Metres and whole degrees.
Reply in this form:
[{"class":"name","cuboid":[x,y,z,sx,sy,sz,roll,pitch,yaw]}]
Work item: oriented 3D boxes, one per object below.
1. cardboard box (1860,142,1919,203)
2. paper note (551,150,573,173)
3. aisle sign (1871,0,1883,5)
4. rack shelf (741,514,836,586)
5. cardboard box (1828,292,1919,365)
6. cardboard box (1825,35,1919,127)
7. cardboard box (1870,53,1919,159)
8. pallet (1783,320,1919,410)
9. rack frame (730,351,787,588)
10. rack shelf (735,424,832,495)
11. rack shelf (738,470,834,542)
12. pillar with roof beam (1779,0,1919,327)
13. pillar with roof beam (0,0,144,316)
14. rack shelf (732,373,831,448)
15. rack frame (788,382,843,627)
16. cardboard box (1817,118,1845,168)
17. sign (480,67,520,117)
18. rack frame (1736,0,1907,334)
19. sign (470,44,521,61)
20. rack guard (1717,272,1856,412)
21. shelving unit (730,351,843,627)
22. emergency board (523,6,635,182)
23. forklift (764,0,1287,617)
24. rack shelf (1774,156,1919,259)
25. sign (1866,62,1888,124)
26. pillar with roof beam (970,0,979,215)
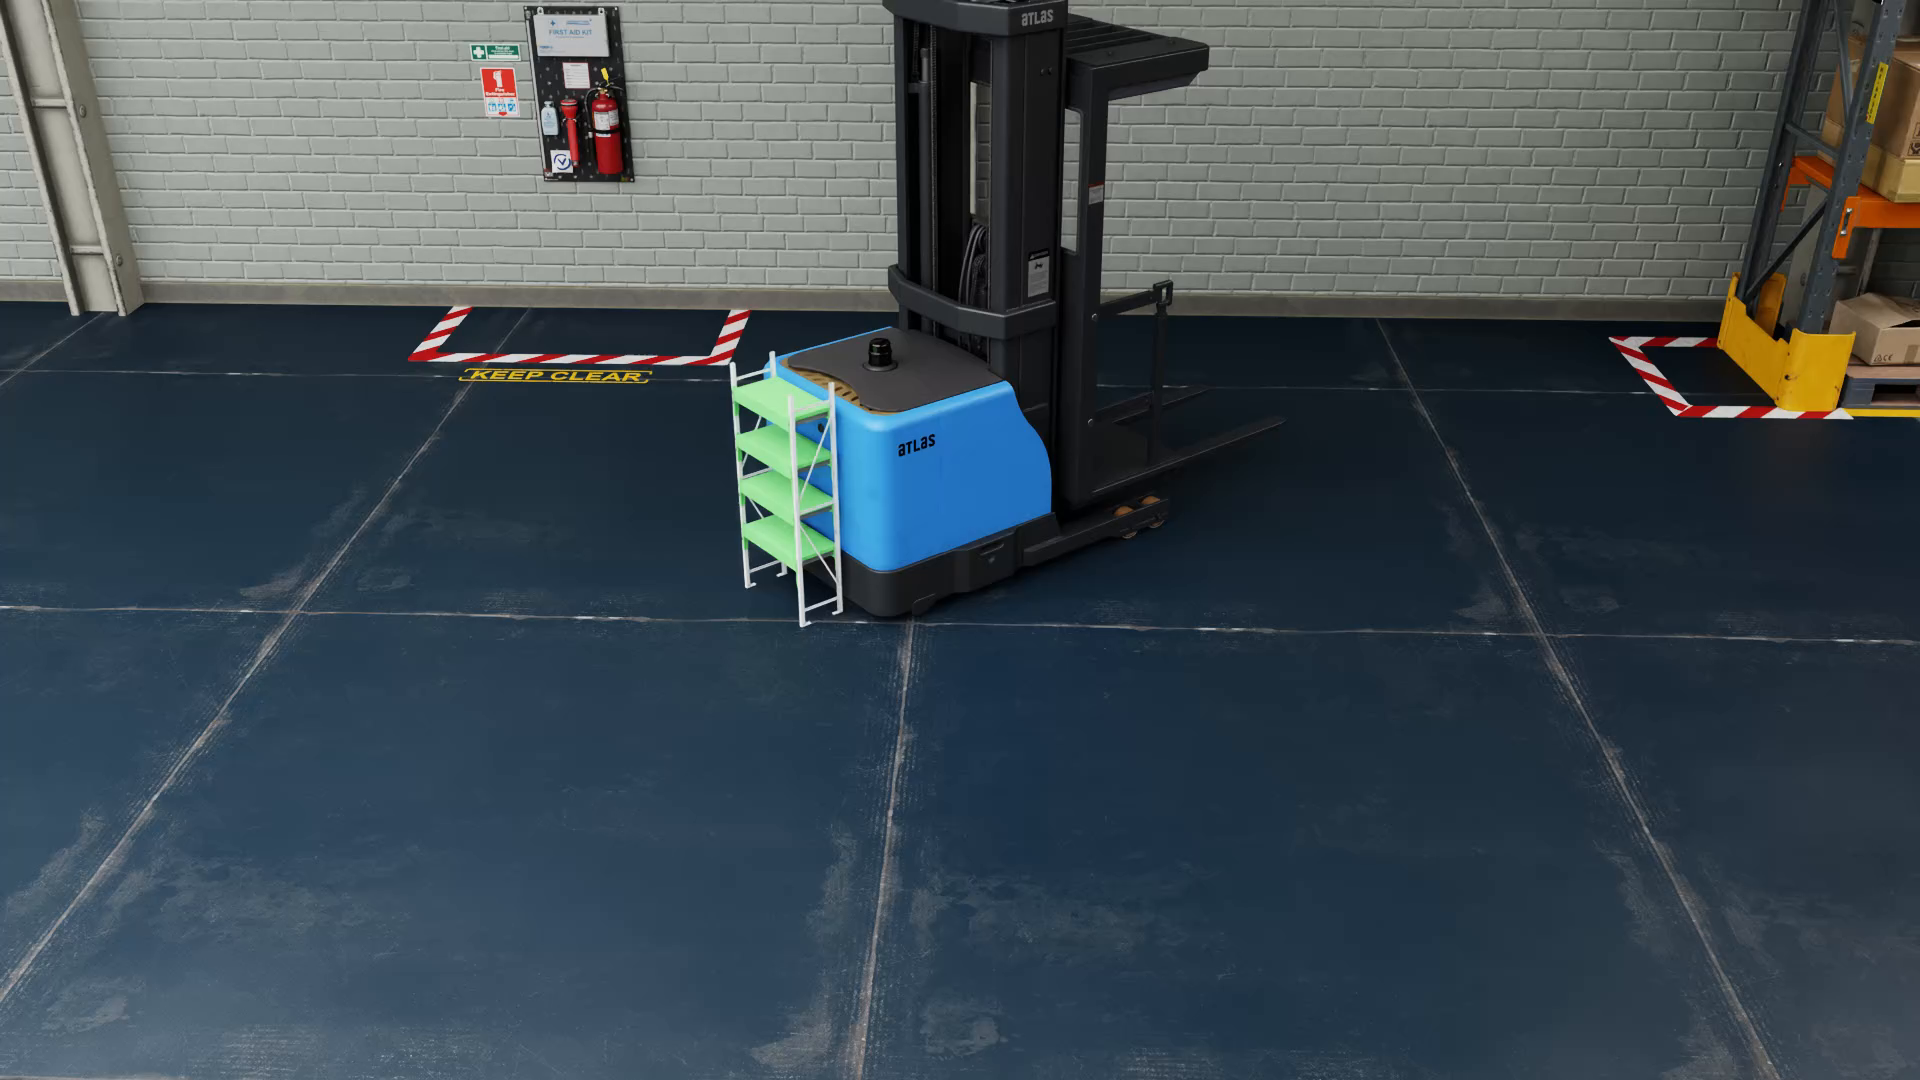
[{"class":"cardboard box","cuboid":[5.663,-2.177,9.792,0.500,0.250,0.500,0,28,0]},{"class":"paper note","cuboid":[-2.722,-2.588,11.370,0.142,0.148,0.016,1,28,2]},{"class":"aisle sign","cuboid":[5.104,-3.400,9.186,0.004,0.787,0.394,1,28,2]},{"class":"rack shelf","cuboid":[-0.821,0.031,8.059,0.258,0.148,0.480,-21,34,-34]},{"class":"cardboard box","cuboid":[5.875,-1.344,10.483,0.500,0.311,0.500,-2,28,-4]},{"class":"cardboard box","cuboid":[5.665,-2.756,10.085,0.500,0.500,0.500,1,28,1]},{"class":"cardboard box","cuboid":[5.653,-2.516,9.632,0.500,0.500,0.500,1,28,2]},{"class":"pallet","cuboid":[6.073,-1.128,10.652,1.213,0.211,1.003,1,28,2]},{"class":"rack frame","cuboid":[-0.974,-0.326,8.085,0.240,1.200,0.015,-21,34,-34]},{"class":"rack shelf","cuboid":[-0.821,-0.393,7.834,0.258,0.148,0.480,-21,34,-34]},{"class":"rack shelf","cuboid":[-0.821,-0.181,7.946,0.258,0.148,0.480,-21,34,-34]},{"class":"pillar with roof beam","cuboid":[5.765,-3.420,5.593,0.400,9.000,9.100,1,28,2]},{"class":"pillar with roof beam","cuboid":[-6.228,-3.618,5.967,0.400,9.000,9.100,1,28,2]},{"class":"rack shelf","cuboid":[-0.821,-0.605,7.722,0.258,0.148,0.480,-21,34,-34]},{"class":"rack frame","cuboid":[-0.668,-0.148,7.748,0.240,1.200,0.015,-21,34,-34]},{"class":"cardboard box","cuboid":[5.661,-2.416,10.245,0.500,0.250,0.500,1,28,3]},{"class":"sign","cuboid":[-3.097,-3.015,11.197,0.234,0.329,0.001,1,28,2]},{"class":"rack frame","cuboid":[5.187,-2.391,10.058,0.127,3.000,1.000,1,28,2]},{"class":"sign","cuboid":[-3.093,-3.245,11.065,0.331,0.109,0.001,1,28,2]},{"class":"rack guard","cuboid":[5.263,-1.285,10.641,0.348,0.500,1.175,1,28,2]},{"class":"shelving unit","cuboid":[-0.821,-0.237,7.917,0.258,1.200,0.503,-21,34,-34]},{"class":"emergency board","cuboid":[-2.548,-2.942,11.097,0.643,1.169,0.194,1,28,2]},{"class":"forklift","cuboid":[0.495,-1.478,8.408,3.031,2.935,1.130,-20,34,-33]},{"class":"rack shelf","cuboid":[7.185,-2.040,10.164,4.000,0.370,1.077,1,28,2]},{"class":"sign","cuboid":[5.168,-2.519,9.376,0.005,0.325,0.100,1,28,2]},{"class":"pillar with roof beam","cuboid":[-0.231,-3.519,5.780,0.400,9.000,9.100,1,28,2]}]
